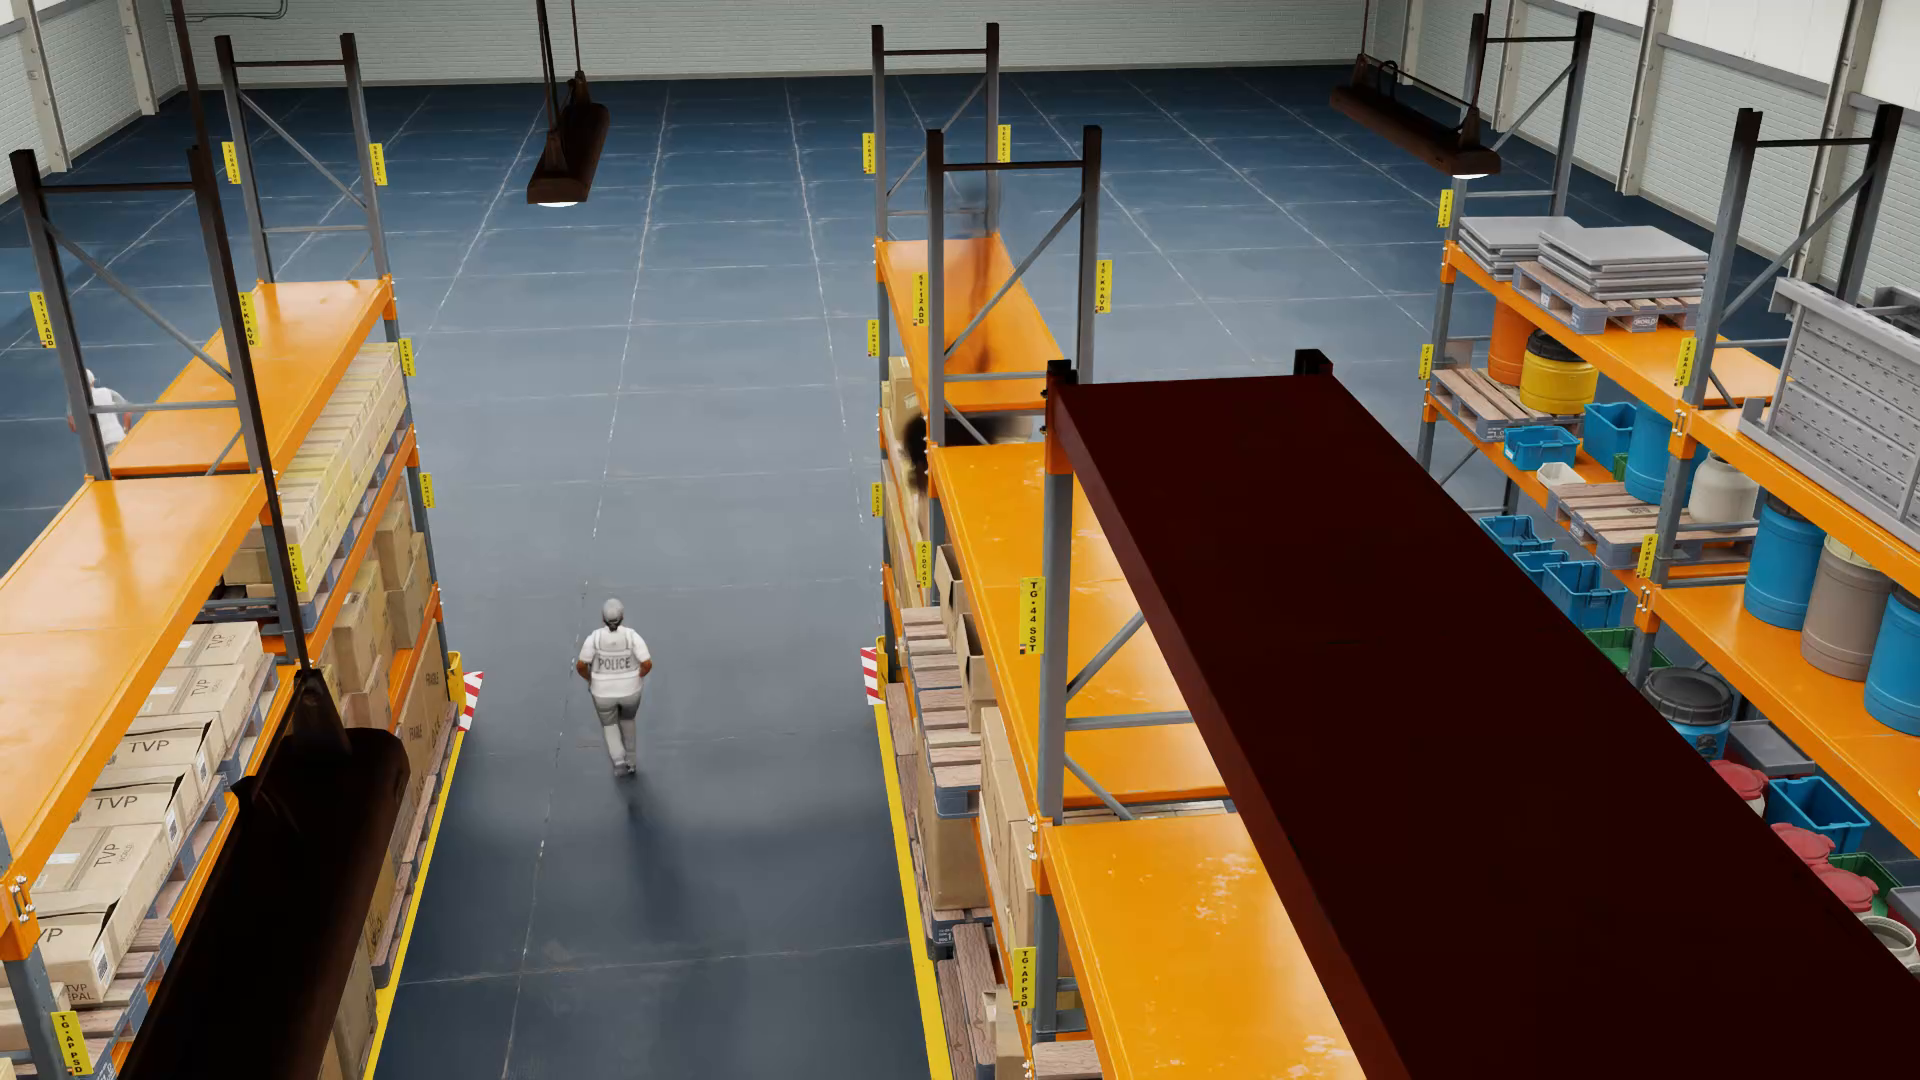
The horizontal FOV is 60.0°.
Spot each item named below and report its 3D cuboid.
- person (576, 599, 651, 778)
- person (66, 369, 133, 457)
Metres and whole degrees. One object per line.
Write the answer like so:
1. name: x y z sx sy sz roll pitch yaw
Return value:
1. person: -2.862 1.316 13.882 0.611 1.669 0.658 -6 26 -12
2. person: -9.613 -1.053 18.778 0.920 1.723 0.659 20 32 36
